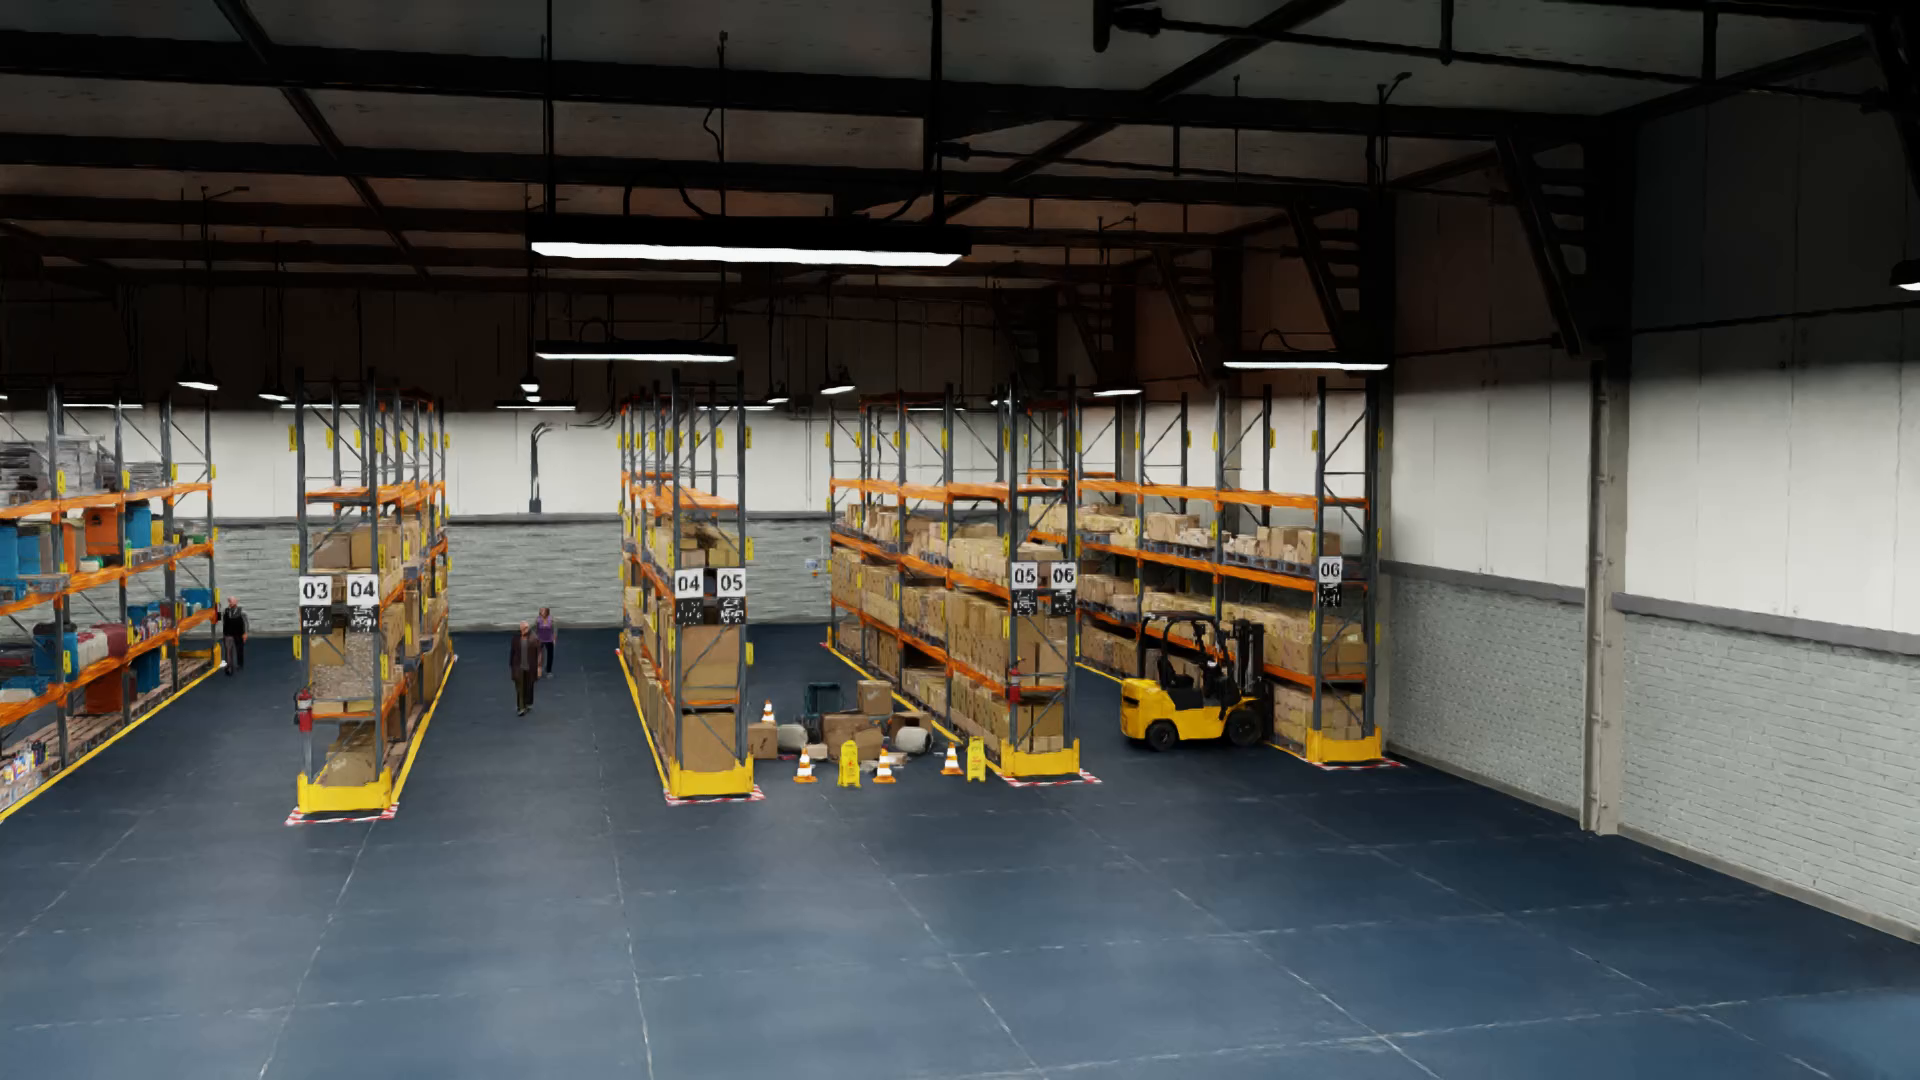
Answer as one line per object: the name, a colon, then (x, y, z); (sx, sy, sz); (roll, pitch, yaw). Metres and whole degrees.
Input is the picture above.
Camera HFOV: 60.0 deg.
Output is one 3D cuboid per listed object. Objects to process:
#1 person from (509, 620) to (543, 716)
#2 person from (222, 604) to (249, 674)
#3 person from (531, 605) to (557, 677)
person: (-7.936, 2.320, 30.428); (0.602, 1.724, 1.111); (-1, 4, -15)
person: (-15.623, 2.128, 35.856); (0.553, 1.474, 1.015); (-1, 4, -15)
person: (-8.804, 2.139, 35.194); (0.537, 1.541, 0.519); (-1, 4, -17)
